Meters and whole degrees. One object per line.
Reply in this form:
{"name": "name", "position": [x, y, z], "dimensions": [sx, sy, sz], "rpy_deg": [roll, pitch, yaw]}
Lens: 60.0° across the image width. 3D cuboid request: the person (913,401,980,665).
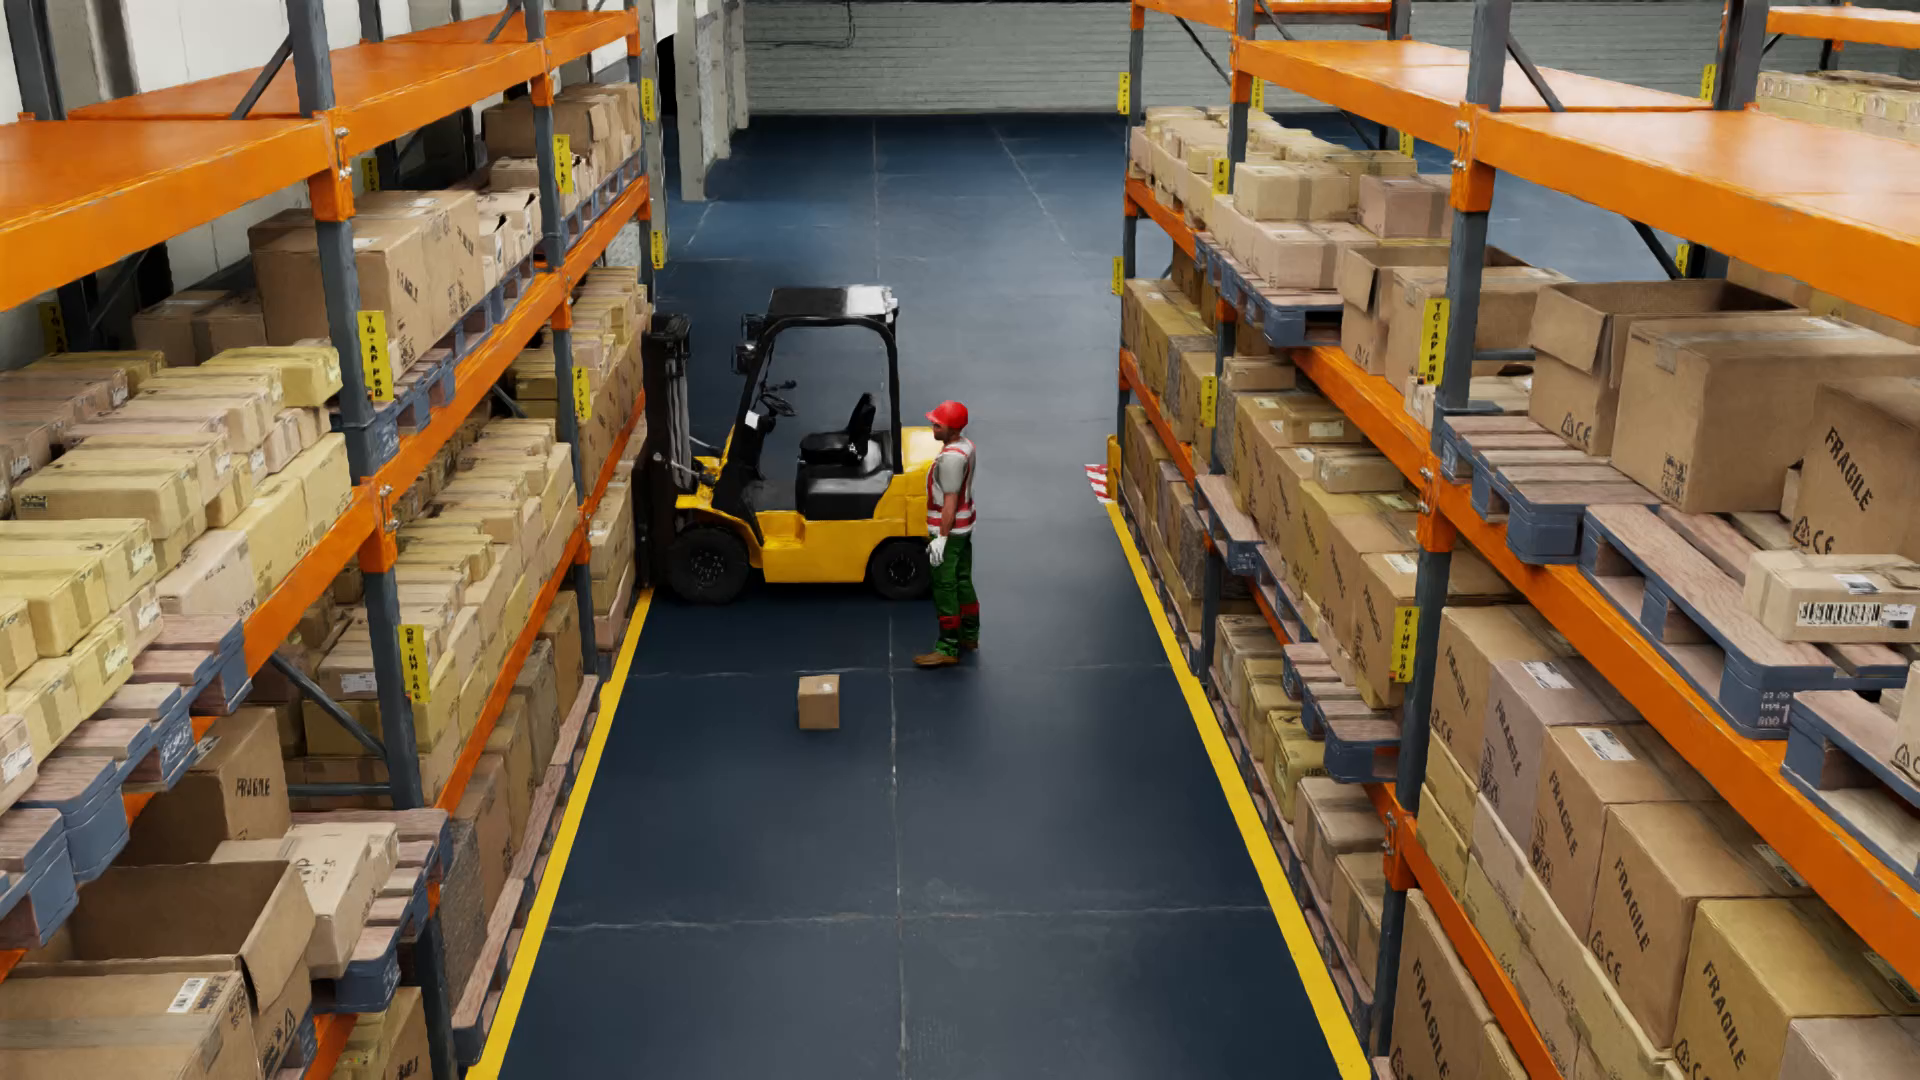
{"name": "person", "position": [-0.079, -0.062, 11.125], "dimensions": [0.379, 1.795, 0.665], "rpy_deg": [5, 21, 13]}
